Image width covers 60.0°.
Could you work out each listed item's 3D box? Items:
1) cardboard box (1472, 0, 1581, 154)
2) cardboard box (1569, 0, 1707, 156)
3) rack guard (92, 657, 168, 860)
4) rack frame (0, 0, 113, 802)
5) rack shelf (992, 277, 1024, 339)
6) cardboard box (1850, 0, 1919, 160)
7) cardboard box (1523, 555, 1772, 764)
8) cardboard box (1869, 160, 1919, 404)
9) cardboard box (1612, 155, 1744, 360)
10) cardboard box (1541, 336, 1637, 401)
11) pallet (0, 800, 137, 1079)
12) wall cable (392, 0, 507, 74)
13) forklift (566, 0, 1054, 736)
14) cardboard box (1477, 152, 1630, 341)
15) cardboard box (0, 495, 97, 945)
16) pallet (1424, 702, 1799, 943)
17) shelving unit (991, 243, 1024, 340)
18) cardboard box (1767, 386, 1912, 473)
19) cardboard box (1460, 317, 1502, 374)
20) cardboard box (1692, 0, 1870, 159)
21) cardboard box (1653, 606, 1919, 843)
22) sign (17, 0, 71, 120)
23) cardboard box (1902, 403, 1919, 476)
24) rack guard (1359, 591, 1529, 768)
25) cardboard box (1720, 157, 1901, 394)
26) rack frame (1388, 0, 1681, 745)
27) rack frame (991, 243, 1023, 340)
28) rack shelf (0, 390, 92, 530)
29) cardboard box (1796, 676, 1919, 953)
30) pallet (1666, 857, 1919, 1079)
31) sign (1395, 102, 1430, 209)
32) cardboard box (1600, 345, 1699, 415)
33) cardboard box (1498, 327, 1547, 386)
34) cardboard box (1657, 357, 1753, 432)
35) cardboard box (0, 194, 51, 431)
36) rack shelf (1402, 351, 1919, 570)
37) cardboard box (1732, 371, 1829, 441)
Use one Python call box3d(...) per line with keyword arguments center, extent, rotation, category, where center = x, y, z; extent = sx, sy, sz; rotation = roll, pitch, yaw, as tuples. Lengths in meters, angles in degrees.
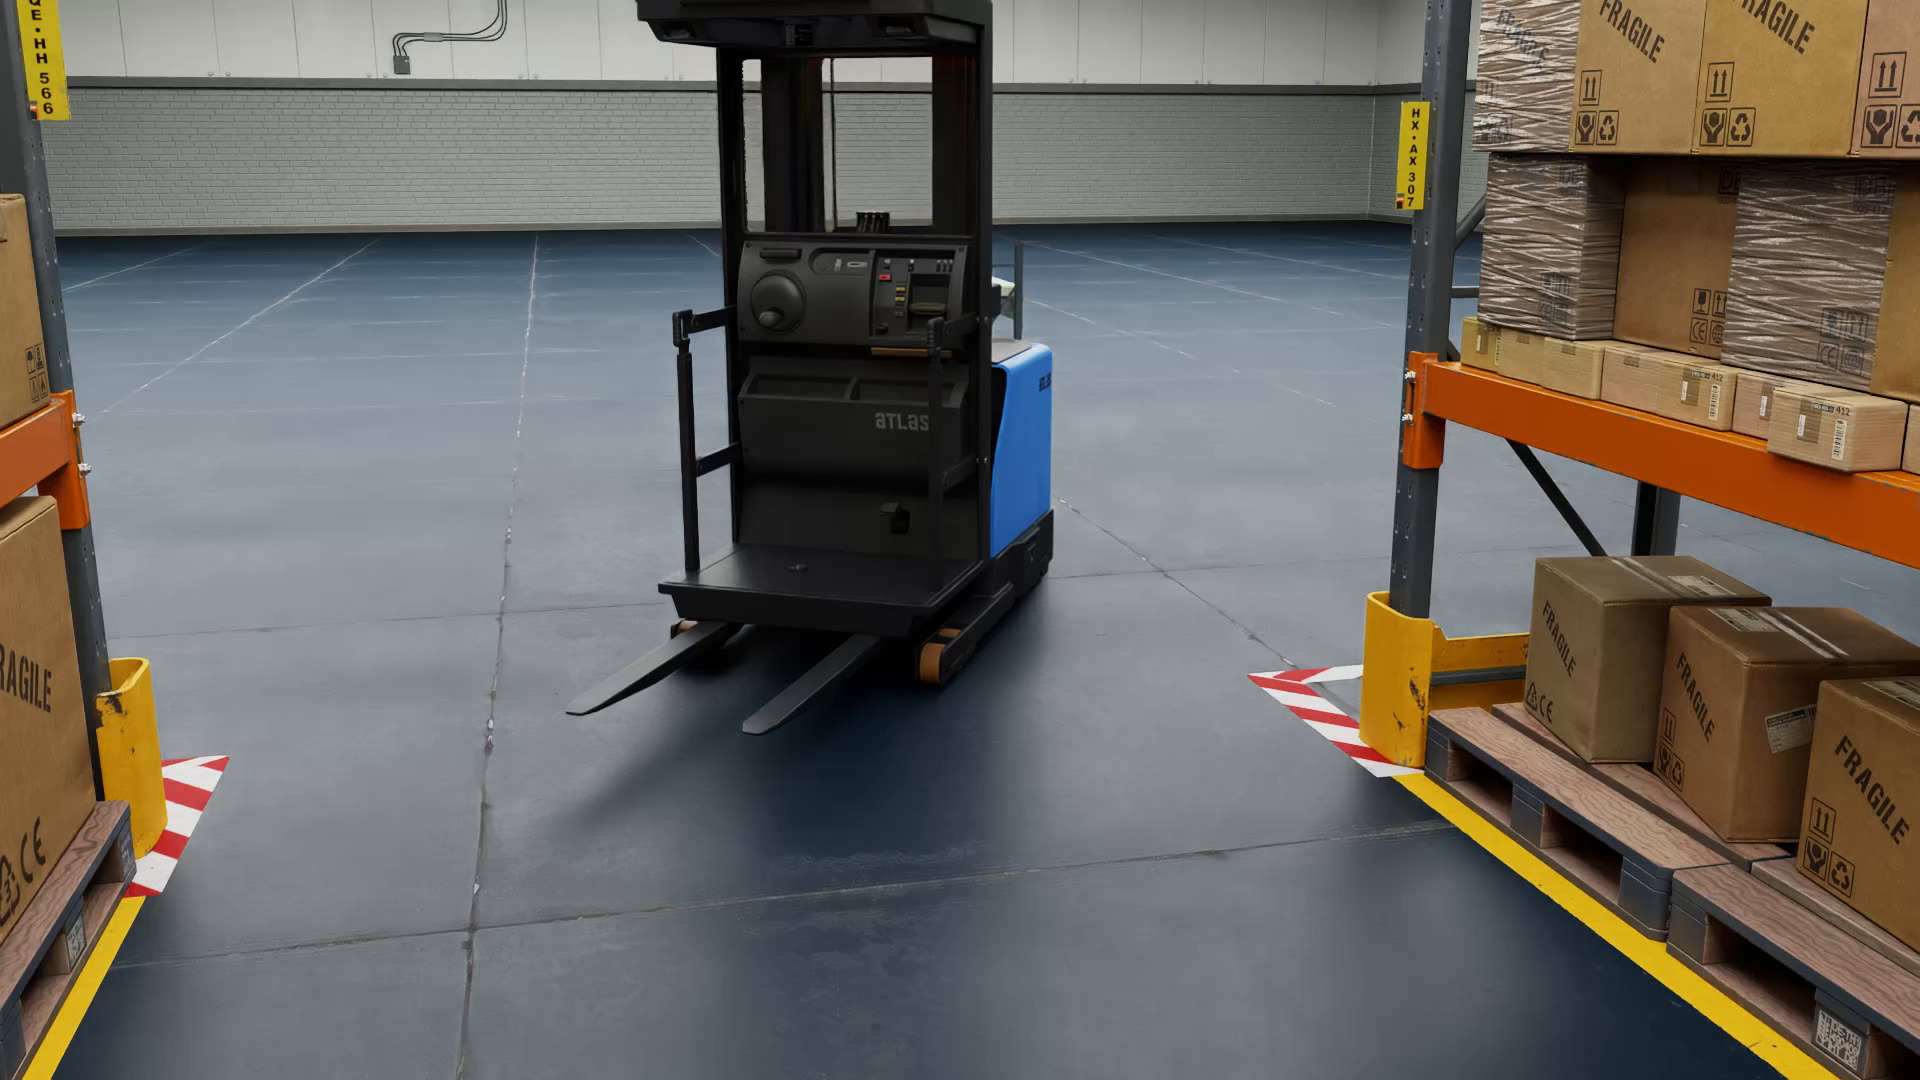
box3d(center=(1.802, -1.340, 4.649), extent=(0.500, 0.500, 0.500), rotation=(-3, 14, -13), category="cardboard box")
box3d(center=(1.912, -1.225, 4.175), extent=(0.500, 0.500, 0.500), rotation=(-3, 14, -13), category="cardboard box")
box3d(center=(-2.913, 0.658, 4.679), extent=(1.175, 0.500, 0.348), rotation=(-3, 14, -13), category="rack guard")
box3d(center=(-2.908, -0.550, 4.360), extent=(1.000, 3.000, 0.127), rotation=(-3, 14, -13), category="rack frame")
box3d(center=(0.013, -1.120, 8.207), extent=(0.431, 0.370, 0.720), rotation=(-3, 14, -13), category="rack shelf")
box3d(center=(2.154, -0.994, 3.232), extent=(0.500, 0.500, 0.500), rotation=(-3, 14, -13), category="cardboard box")
box3d(center=(2.068, 0.352, 5.049), extent=(0.500, 0.500, 0.500), rotation=(-1, 14, -3), category="cardboard box")
box3d(center=(2.455, -0.526, 3.422), extent=(0.875, 0.500, 0.500), rotation=(-3, 14, -13), category="cardboard box")
box3d(center=(2.274, -0.760, 4.378), extent=(0.875, 0.500, 0.500), rotation=(-3, 14, -13), category="cardboard box")
box3d(center=(1.857, -0.485, 4.622), extent=(0.380, 0.149, 0.250), rotation=(-3, 14, -13), category="cardboard box")
box3d(center=(-2.644, 0.984, 3.954), extent=(1.003, 0.211, 1.213), rotation=(-3, 14, -13), category="pallet")
box3d(center=(-10.453, -12.529, 33.583), extent=(2.305, 6.003, 0.169), rotation=(-3, 14, -13), category="wall cable")
box3d(center=(-0.485, -0.982, 6.272), extent=(1.130, 2.935, 3.031), rotation=(4, 14, 17), category="forklift")
box3d(center=(2.040, -0.868, 4.823), extent=(0.875, 0.500, 0.500), rotation=(-3, 14, -13), category="cardboard box")
box3d(center=(-2.684, 0.430, 3.937), extent=(0.875, 0.875, 0.875), rotation=(-3, 14, -13), category="cardboard box")
box3d(center=(2.112, 0.758, 4.880), extent=(1.003, 0.211, 1.213), rotation=(-3, 14, -13), category="pallet")
box3d(center=(0.013, -0.741, 8.300), extent=(0.431, 1.500, 0.755), rotation=(-3, 14, -13), category="shelving unit")
box3d(center=(2.031, -0.251, 3.664), extent=(0.380, 0.149, 0.250), rotation=(-3, 14, -13), category="cardboard box")
box3d(center=(1.773, -0.603, 5.102), extent=(0.380, 0.149, 0.250), rotation=(-3, 14, -13), category="cardboard box")
box3d(center=(2.031, -1.109, 3.703), extent=(0.500, 0.500, 0.500), rotation=(-3, 14, -13), category="cardboard box")
box3d(center=(2.241, 0.488, 4.493), extent=(0.500, 0.500, 0.500), rotation=(0, 14, 2), category="cardboard box")
box3d(center=(-2.377, -1.255, 4.305), extent=(0.100, 0.325, 0.005), rotation=(-3, 14, -13), category="sign")
box3d(center=(2.218, -0.201, 3.458), extent=(0.380, 0.149, 0.250), rotation=(-3, 14, -13), category="cardboard box")
box3d(center=(1.955, 0.428, 5.621), extent=(1.175, 0.500, 0.348), rotation=(-3, 14, -13), category="rack guard")
box3d(center=(2.349, -0.642, 3.897), extent=(0.875, 0.500, 0.500), rotation=(-3, 14, -13), category="cardboard box")
box3d(center=(1.937, -0.804, 5.396), extent=(1.000, 3.000, 0.127), rotation=(-3, 14, -13), category="rack frame")
box3d(center=(0.099, -0.656, 7.954), extent=(0.400, 1.500, 0.023), rotation=(-3, 14, -13), category="rack frame")
box3d(center=(-2.438, 0.260, 2.557), extent=(1.077, 0.370, 4.000), rotation=(-3, 14, -13), category="rack shelf")
box3d(center=(2.370, 0.633, 3.897), extent=(0.500, 0.500, 0.500), rotation=(-2, 14, -8), category="cardboard box")
box3d(center=(2.395, 1.039, 3.730), extent=(1.003, 0.211, 1.213), rotation=(-3, 14, -13), category="pallet")
box3d(center=(1.410, -1.194, 5.169), extent=(0.100, 0.325, 0.005), rotation=(-3, 14, -13), category="sign")
box3d(center=(1.936, -0.429, 4.391), extent=(0.380, 0.149, 0.250), rotation=(-3, 14, -13), category="cardboard box")
box3d(center=(1.813, -0.544, 4.862), extent=(0.380, 0.149, 0.250), rotation=(-3, 14, -13), category="cardboard box")
box3d(center=(1.987, -0.371, 4.153), extent=(0.380, 0.149, 0.250), rotation=(-3, 14, -13), category="cardboard box")
box3d(center=(-2.776, -0.540, 4.002), extent=(0.875, 0.550, 0.550), rotation=(-3, 14, -13), category="cardboard box")
box3d(center=(2.407, 0.007, 3.593), extent=(1.077, 0.370, 4.000), rotation=(-3, 14, -13), category="rack shelf")
box3d(center=(2.073, -0.315, 3.924), extent=(0.380, 0.149, 0.250), rotation=(-3, 14, -13), category="cardboard box")
